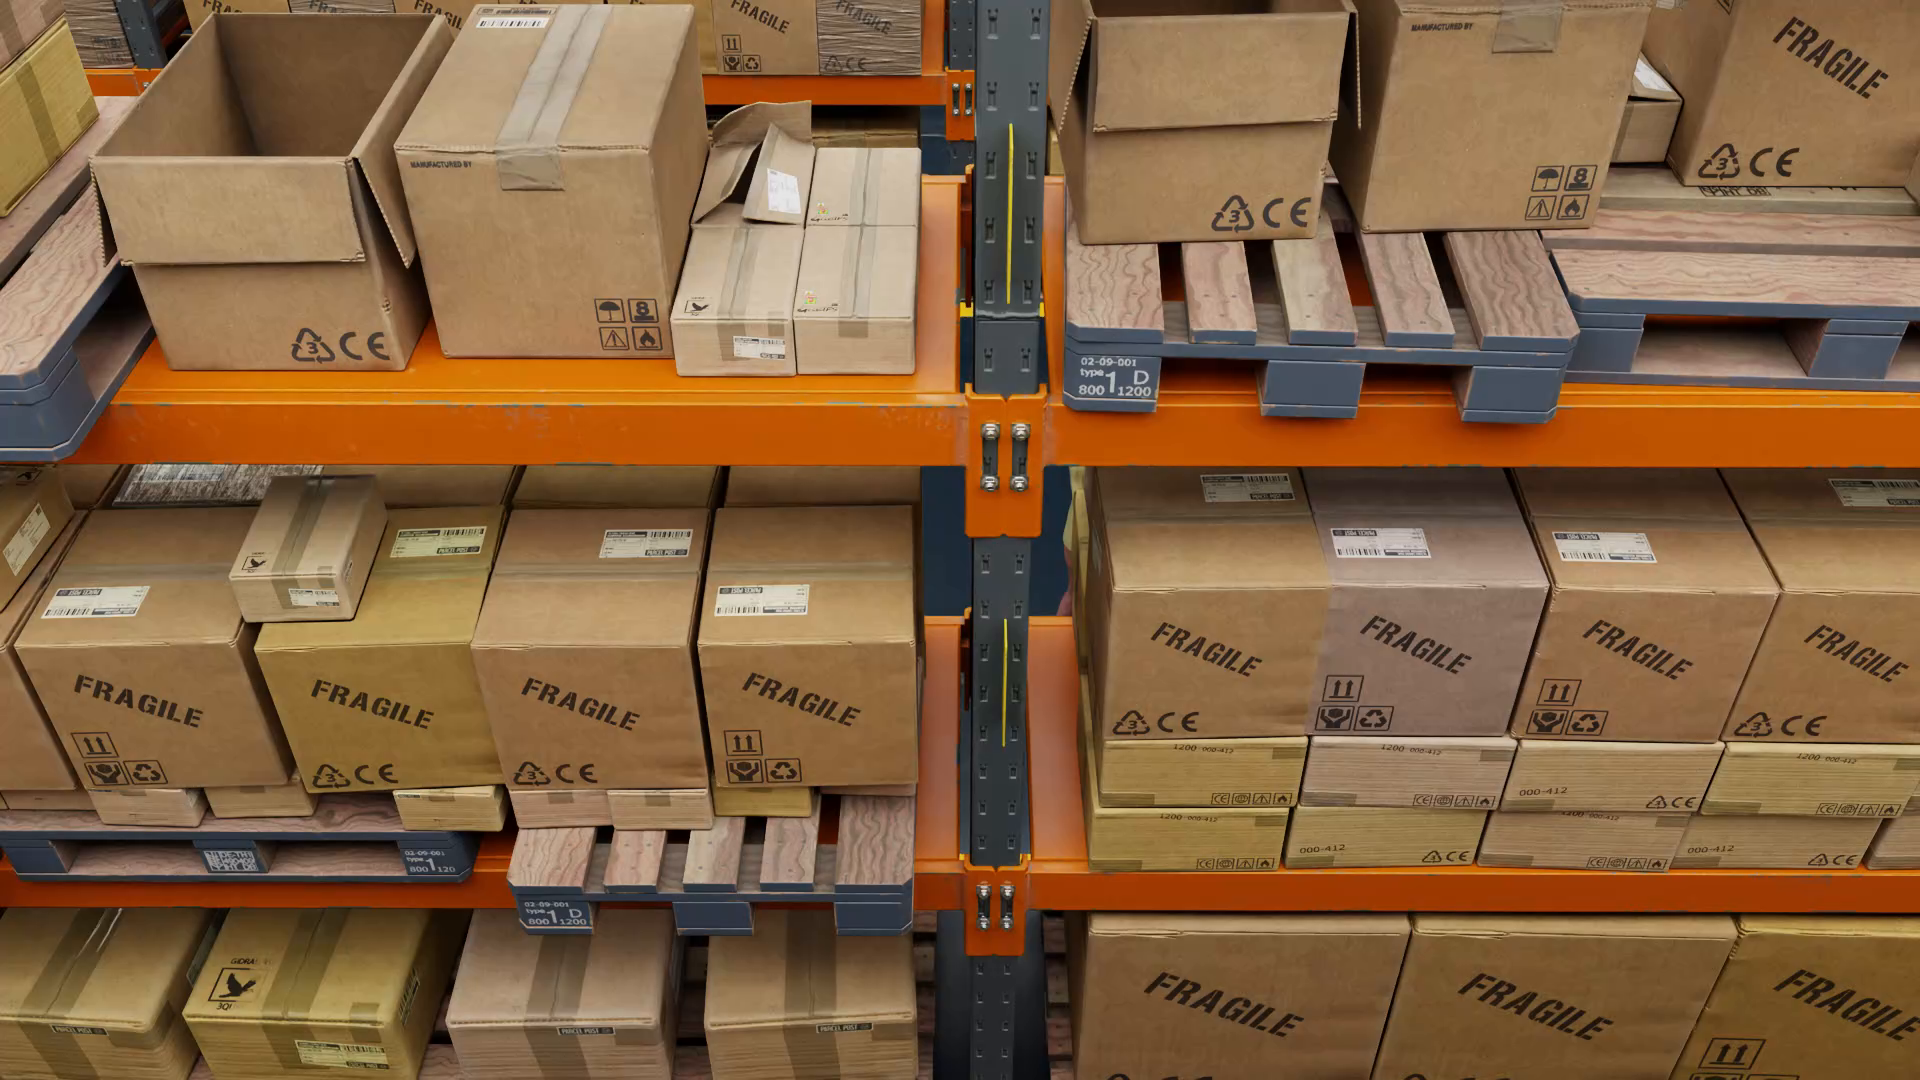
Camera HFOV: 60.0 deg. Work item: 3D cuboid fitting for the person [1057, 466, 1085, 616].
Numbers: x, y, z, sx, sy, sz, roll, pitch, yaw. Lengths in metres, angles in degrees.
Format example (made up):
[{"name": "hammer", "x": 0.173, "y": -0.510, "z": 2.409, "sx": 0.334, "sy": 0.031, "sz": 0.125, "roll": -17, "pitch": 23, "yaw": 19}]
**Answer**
[{"name": "person", "x": 0.507, "y": 0.014, "z": 6.180, "sx": 0.411, "sy": 1.720, "sz": 0.446, "roll": 7, "pitch": 40, "yaw": 8}]
